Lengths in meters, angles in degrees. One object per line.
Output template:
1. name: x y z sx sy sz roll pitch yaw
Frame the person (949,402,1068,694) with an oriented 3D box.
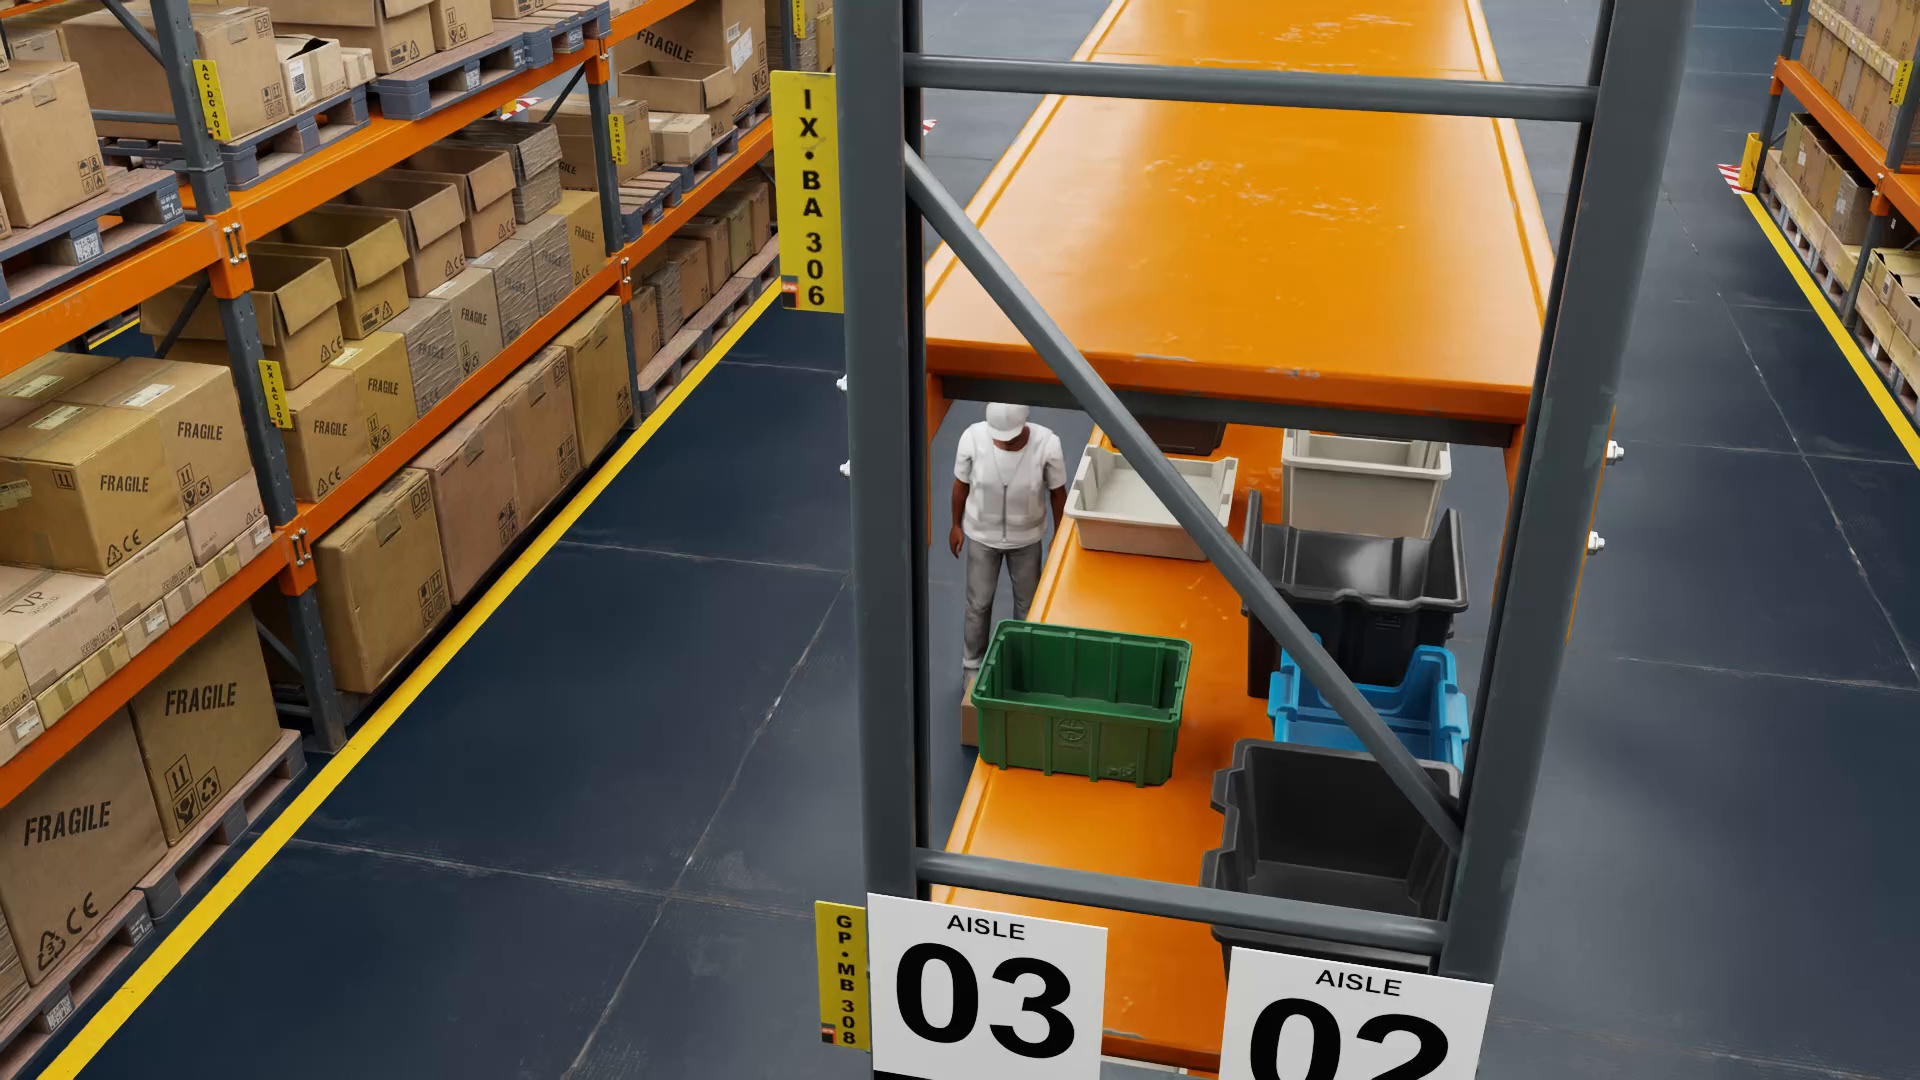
1. person: 0.245 -0.004 8.570 0.610 1.753 0.408 1 29 2
